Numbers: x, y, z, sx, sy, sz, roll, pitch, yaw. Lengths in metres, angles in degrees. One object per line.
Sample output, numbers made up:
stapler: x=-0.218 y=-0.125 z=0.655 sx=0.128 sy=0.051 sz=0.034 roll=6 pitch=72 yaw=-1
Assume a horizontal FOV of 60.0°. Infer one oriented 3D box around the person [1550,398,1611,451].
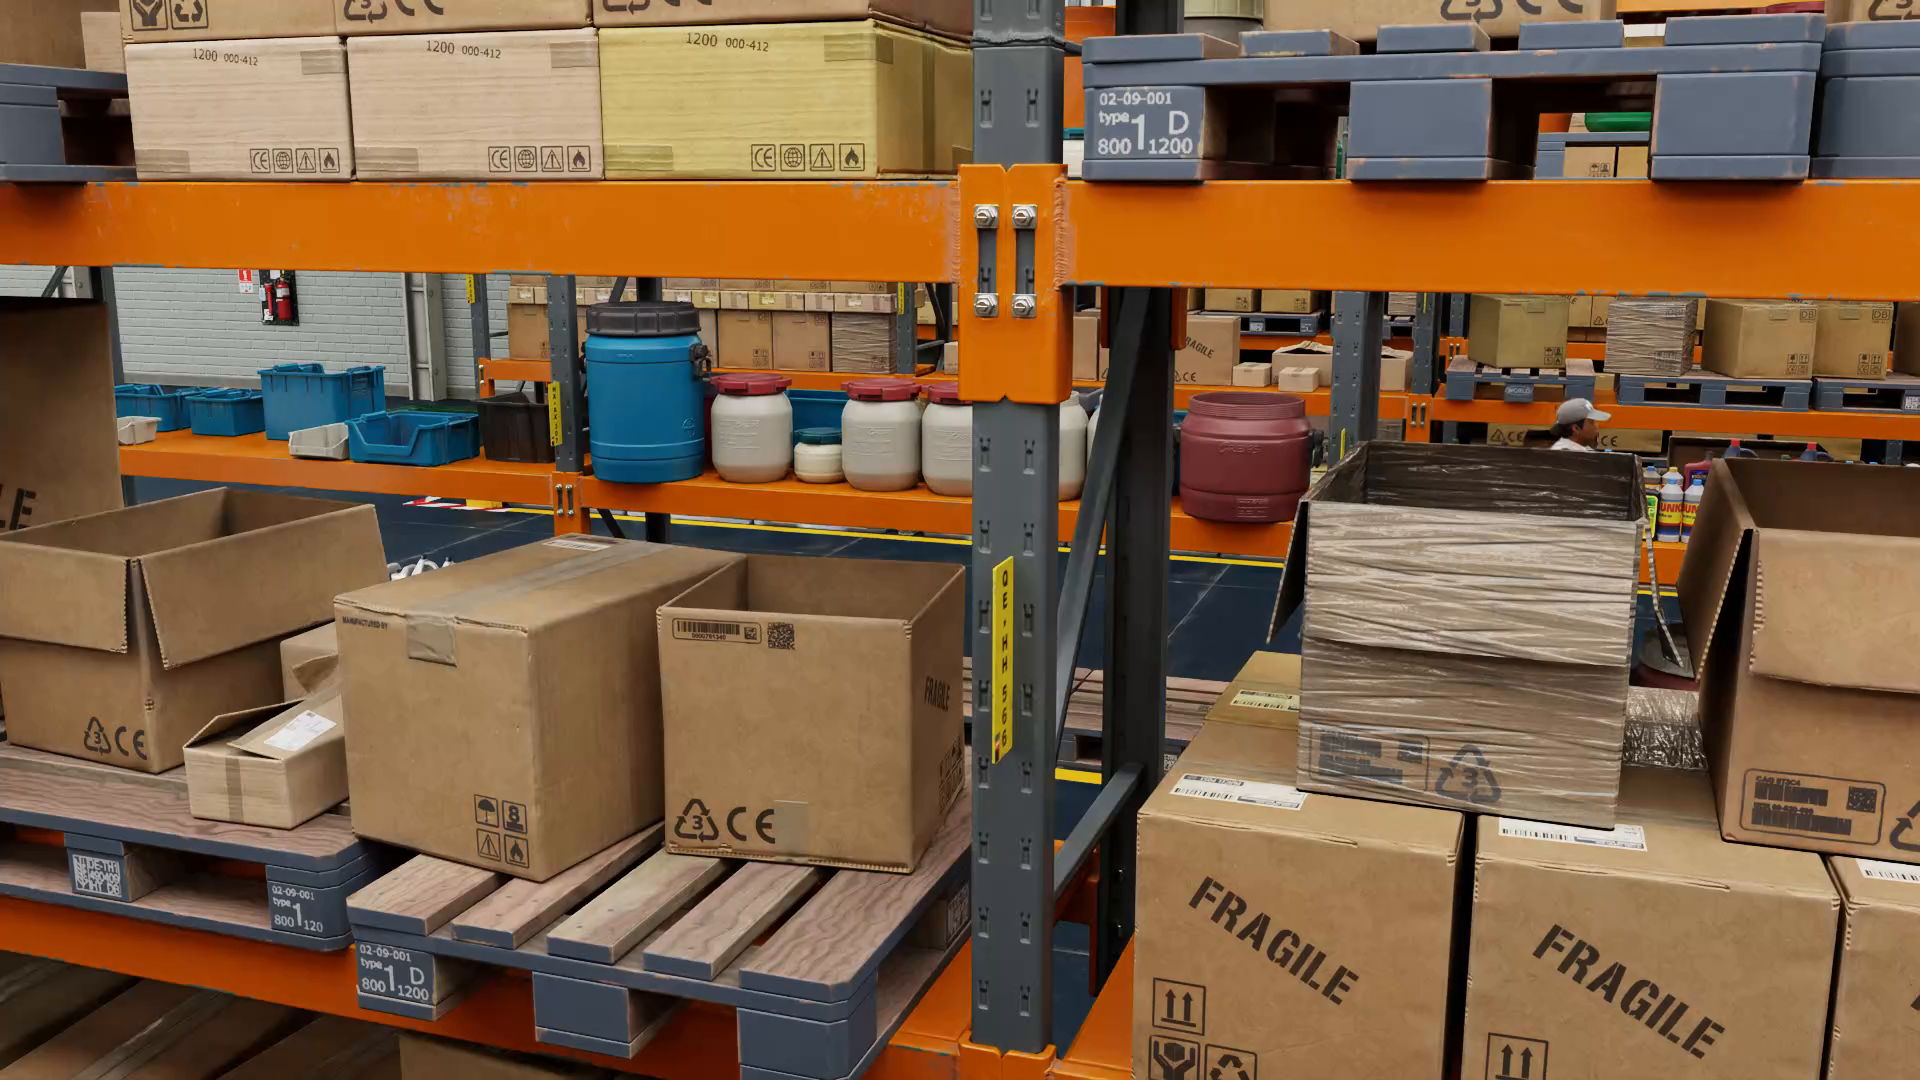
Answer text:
person: x=3.355 y=0.030 z=9.232 sx=0.650 sy=1.640 sz=0.477 roll=5 pitch=13 yaw=24
